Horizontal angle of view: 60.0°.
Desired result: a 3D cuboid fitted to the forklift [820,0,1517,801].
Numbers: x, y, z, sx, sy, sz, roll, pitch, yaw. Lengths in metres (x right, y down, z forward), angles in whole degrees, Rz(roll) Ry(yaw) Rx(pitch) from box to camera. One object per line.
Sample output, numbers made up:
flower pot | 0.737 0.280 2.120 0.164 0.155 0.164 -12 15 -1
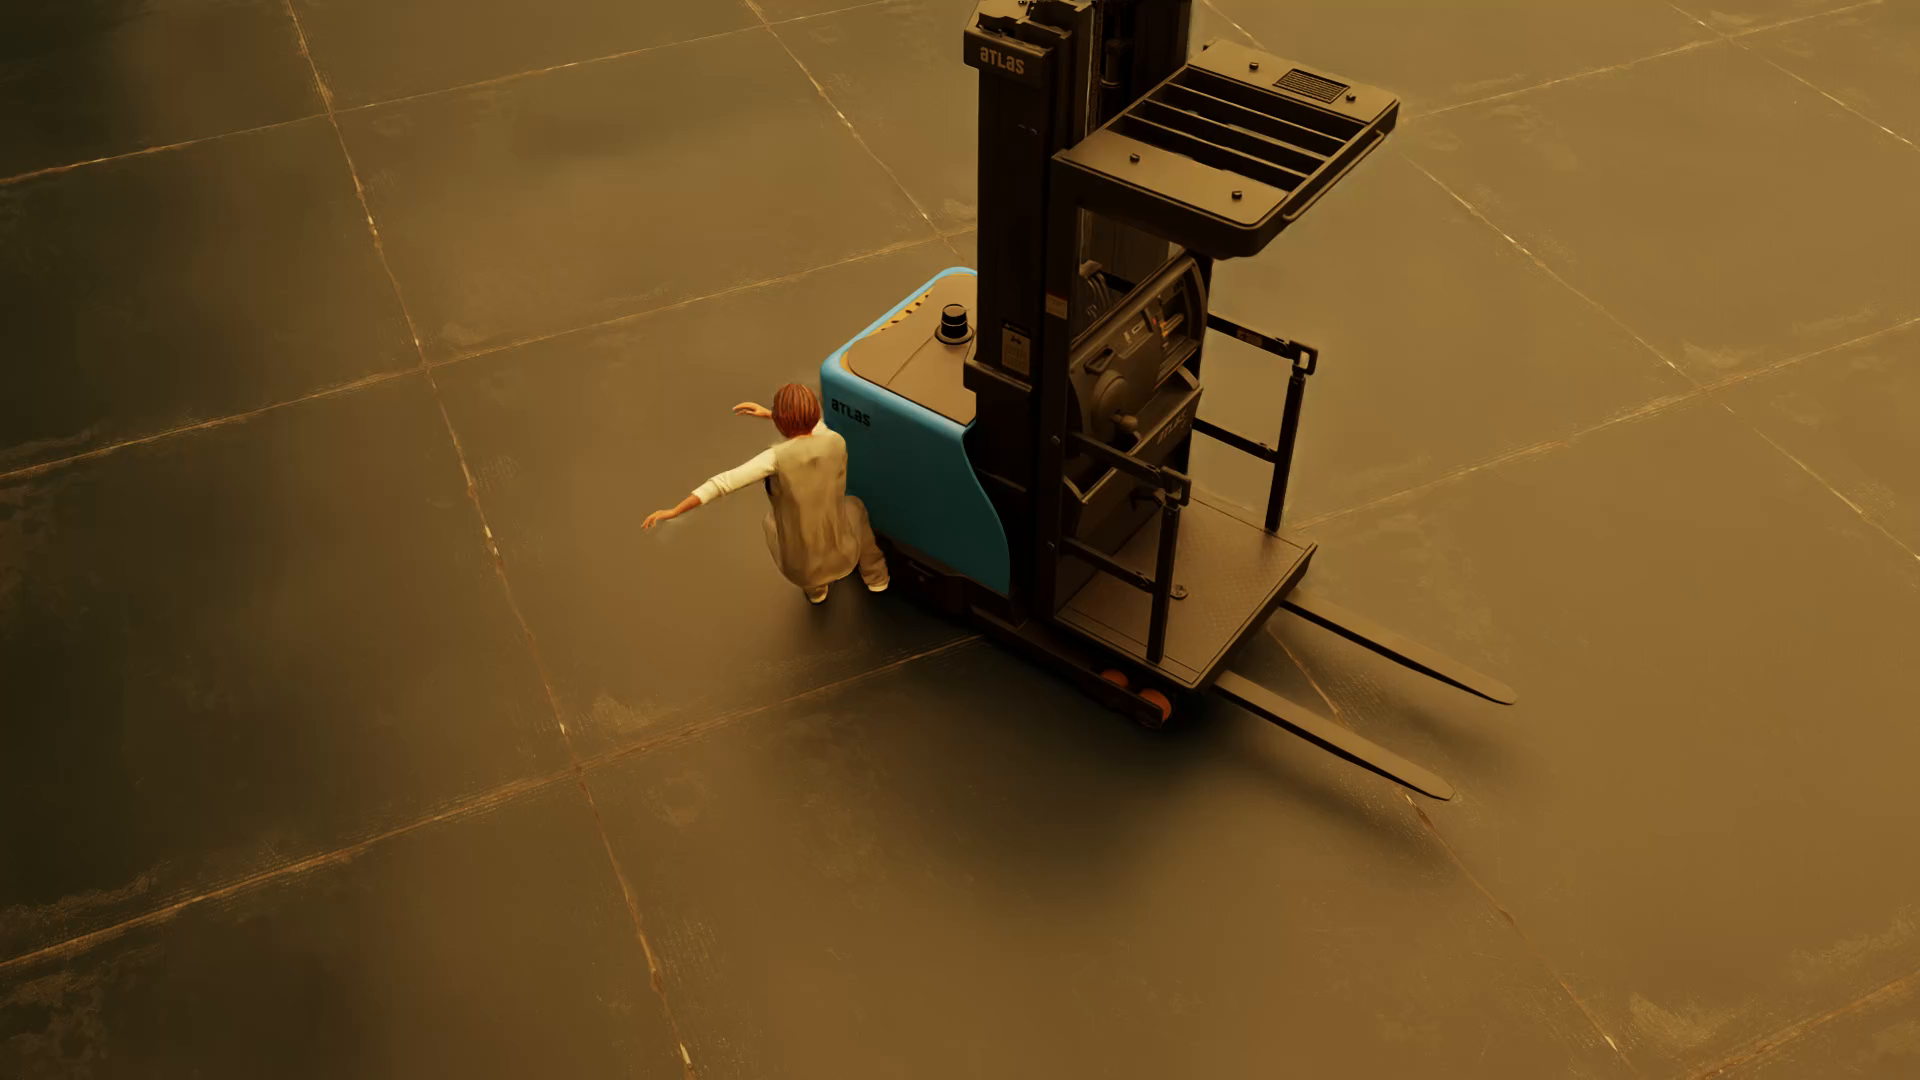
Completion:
forklift | 0.873 -0.700 6.430 3.031 2.935 1.130 27 49 26

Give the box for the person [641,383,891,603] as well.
person | -0.771 -0.044 6.969 1.218 1.281 0.639 -19 46 -19
